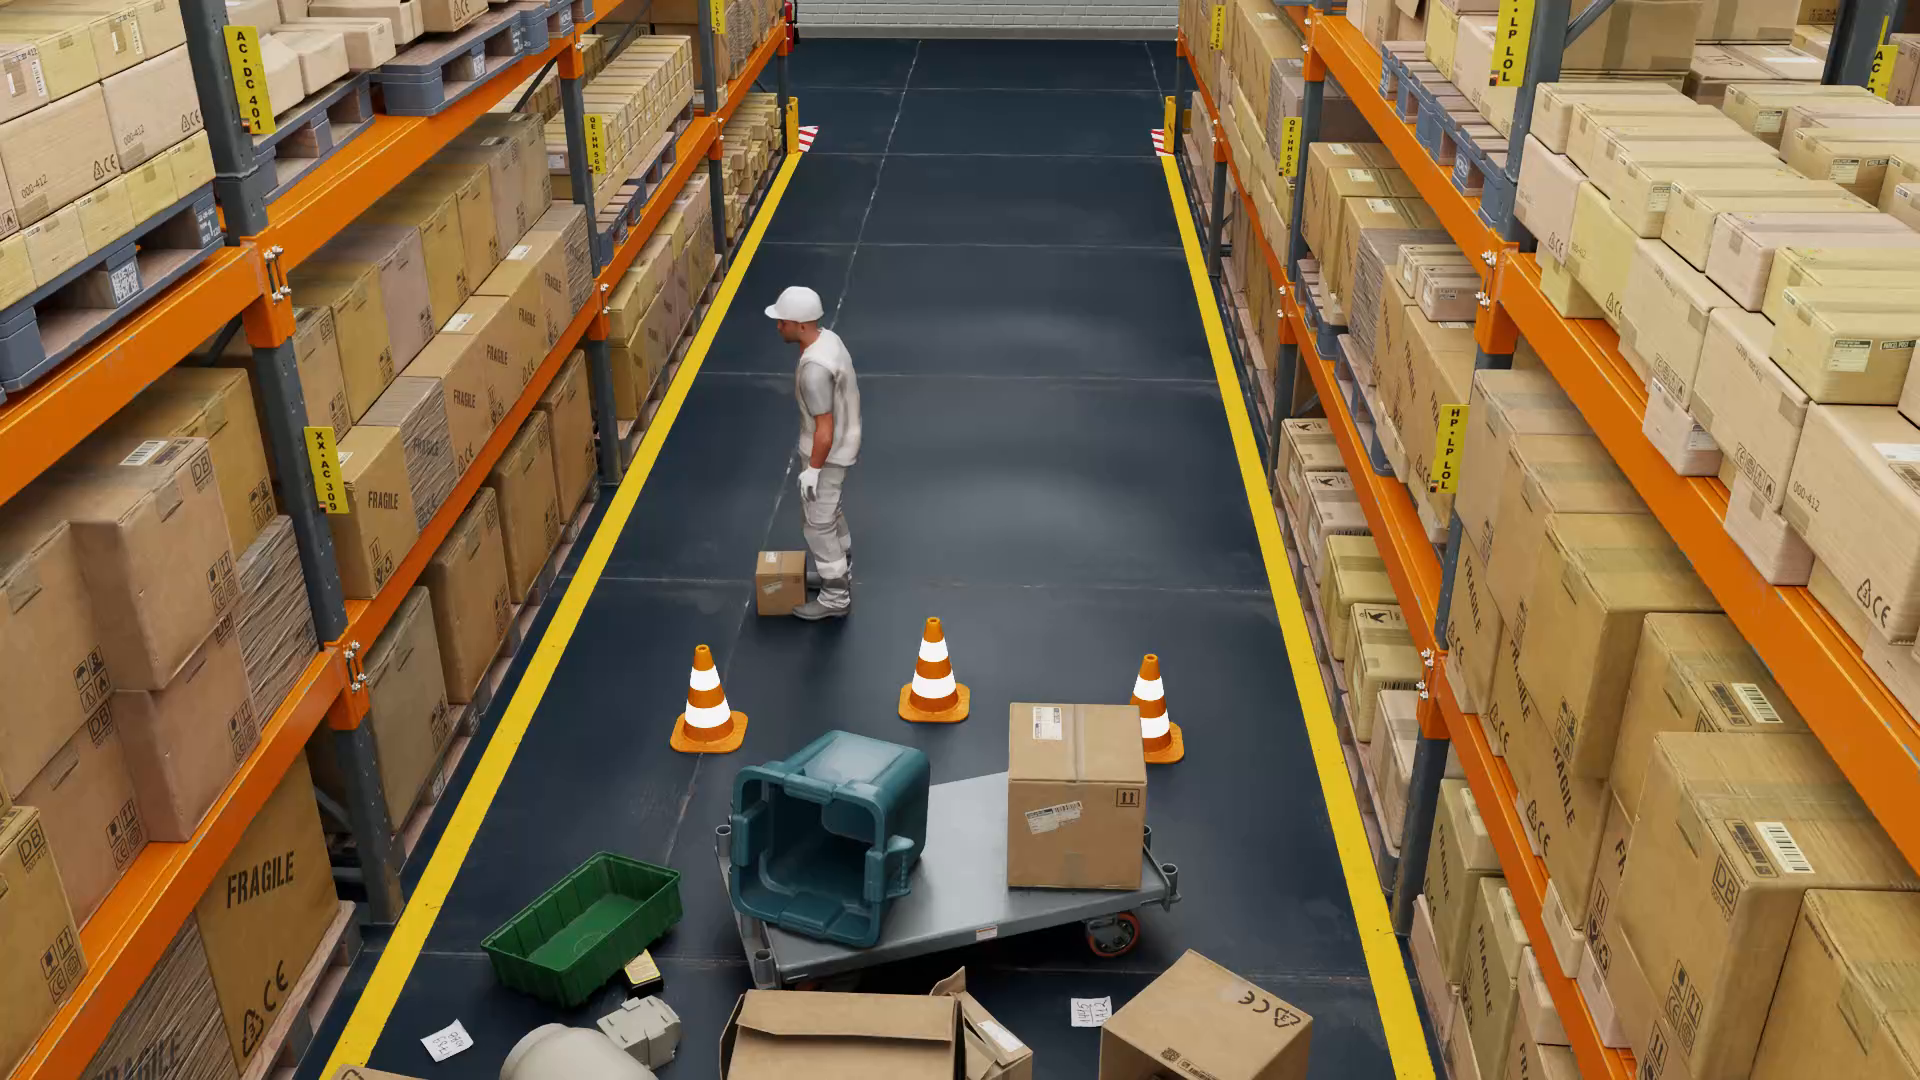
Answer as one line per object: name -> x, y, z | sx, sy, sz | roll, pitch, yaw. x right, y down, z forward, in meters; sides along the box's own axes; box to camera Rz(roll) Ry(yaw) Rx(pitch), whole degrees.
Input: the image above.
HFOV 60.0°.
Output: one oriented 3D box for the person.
person -> -0.720, -0.441, 8.445 | 0.454, 1.779, 0.620 | 0, 28, 1
